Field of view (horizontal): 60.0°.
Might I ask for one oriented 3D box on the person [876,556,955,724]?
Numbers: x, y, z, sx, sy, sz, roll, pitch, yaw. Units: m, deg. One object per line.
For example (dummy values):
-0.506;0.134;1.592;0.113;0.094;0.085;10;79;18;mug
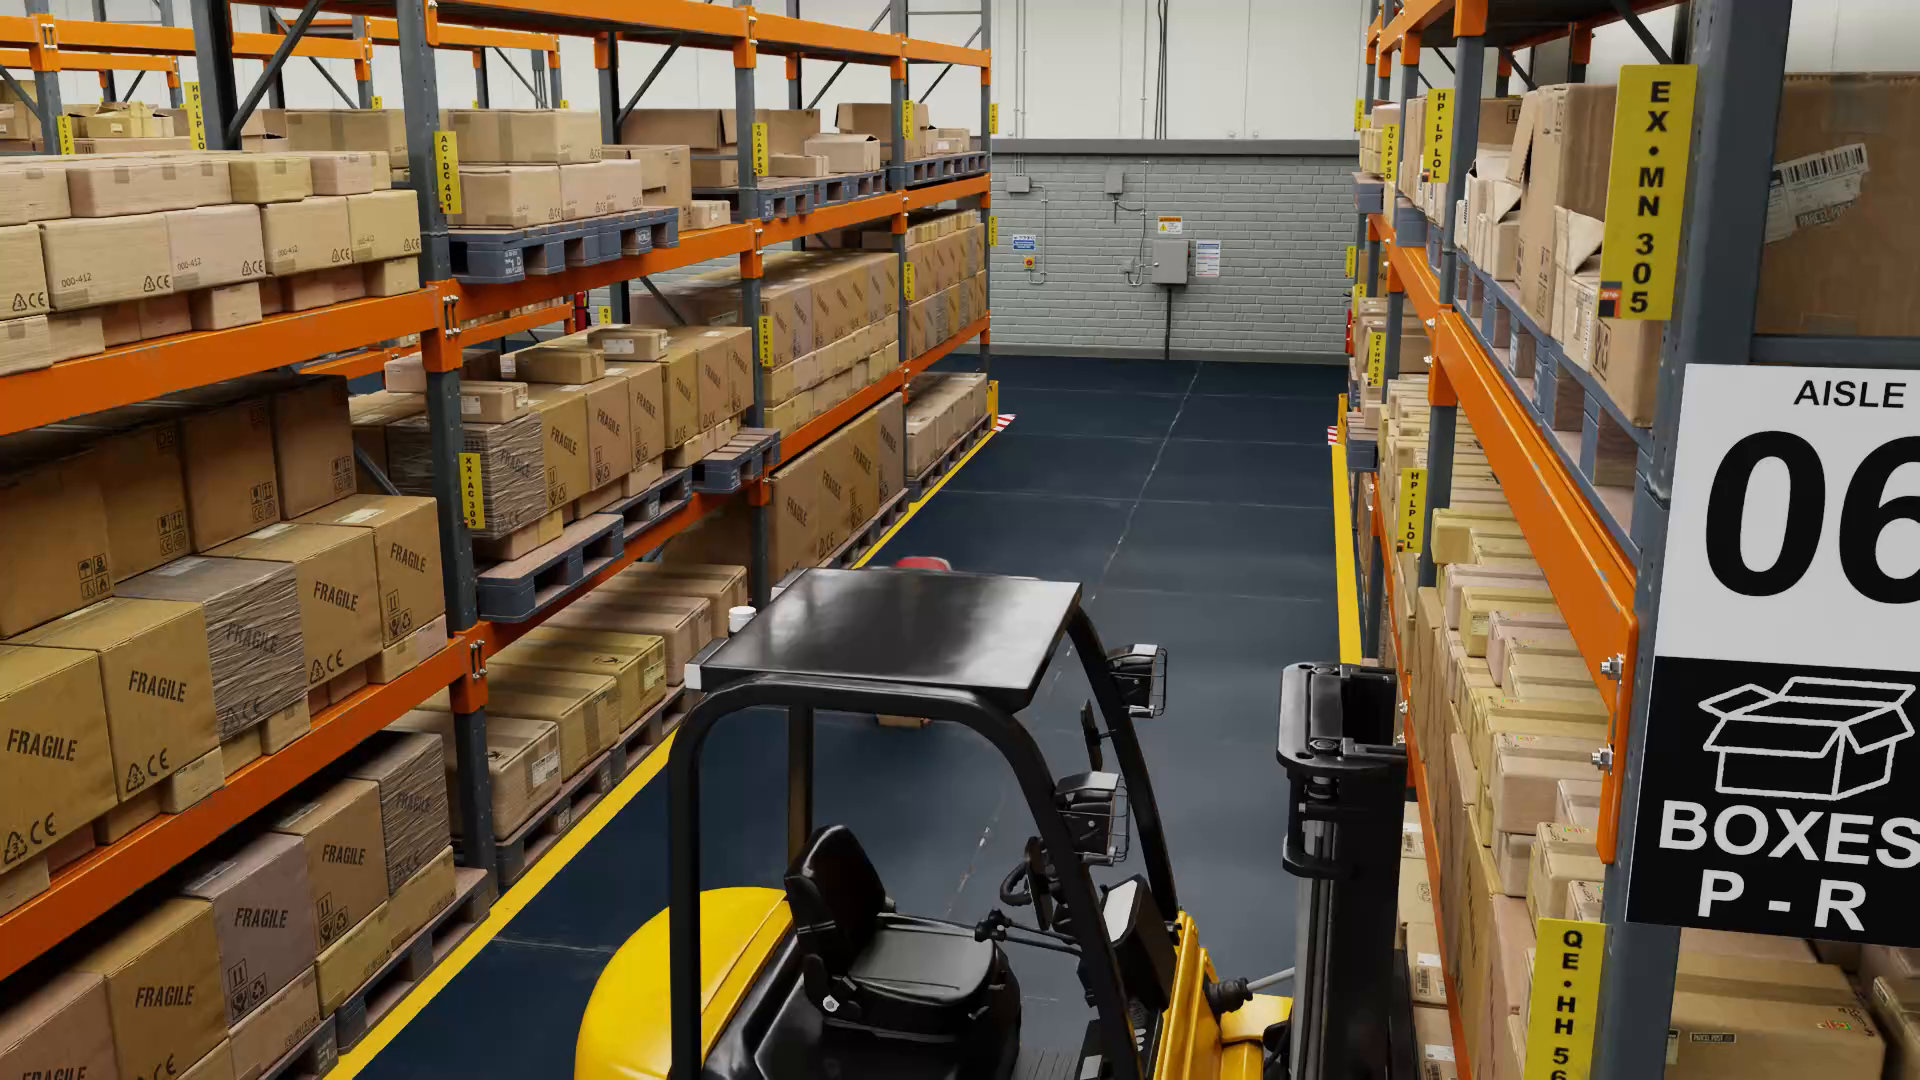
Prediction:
-0.258;0.587;10.015;0.536;0.878;0.956;2;15;9;person
